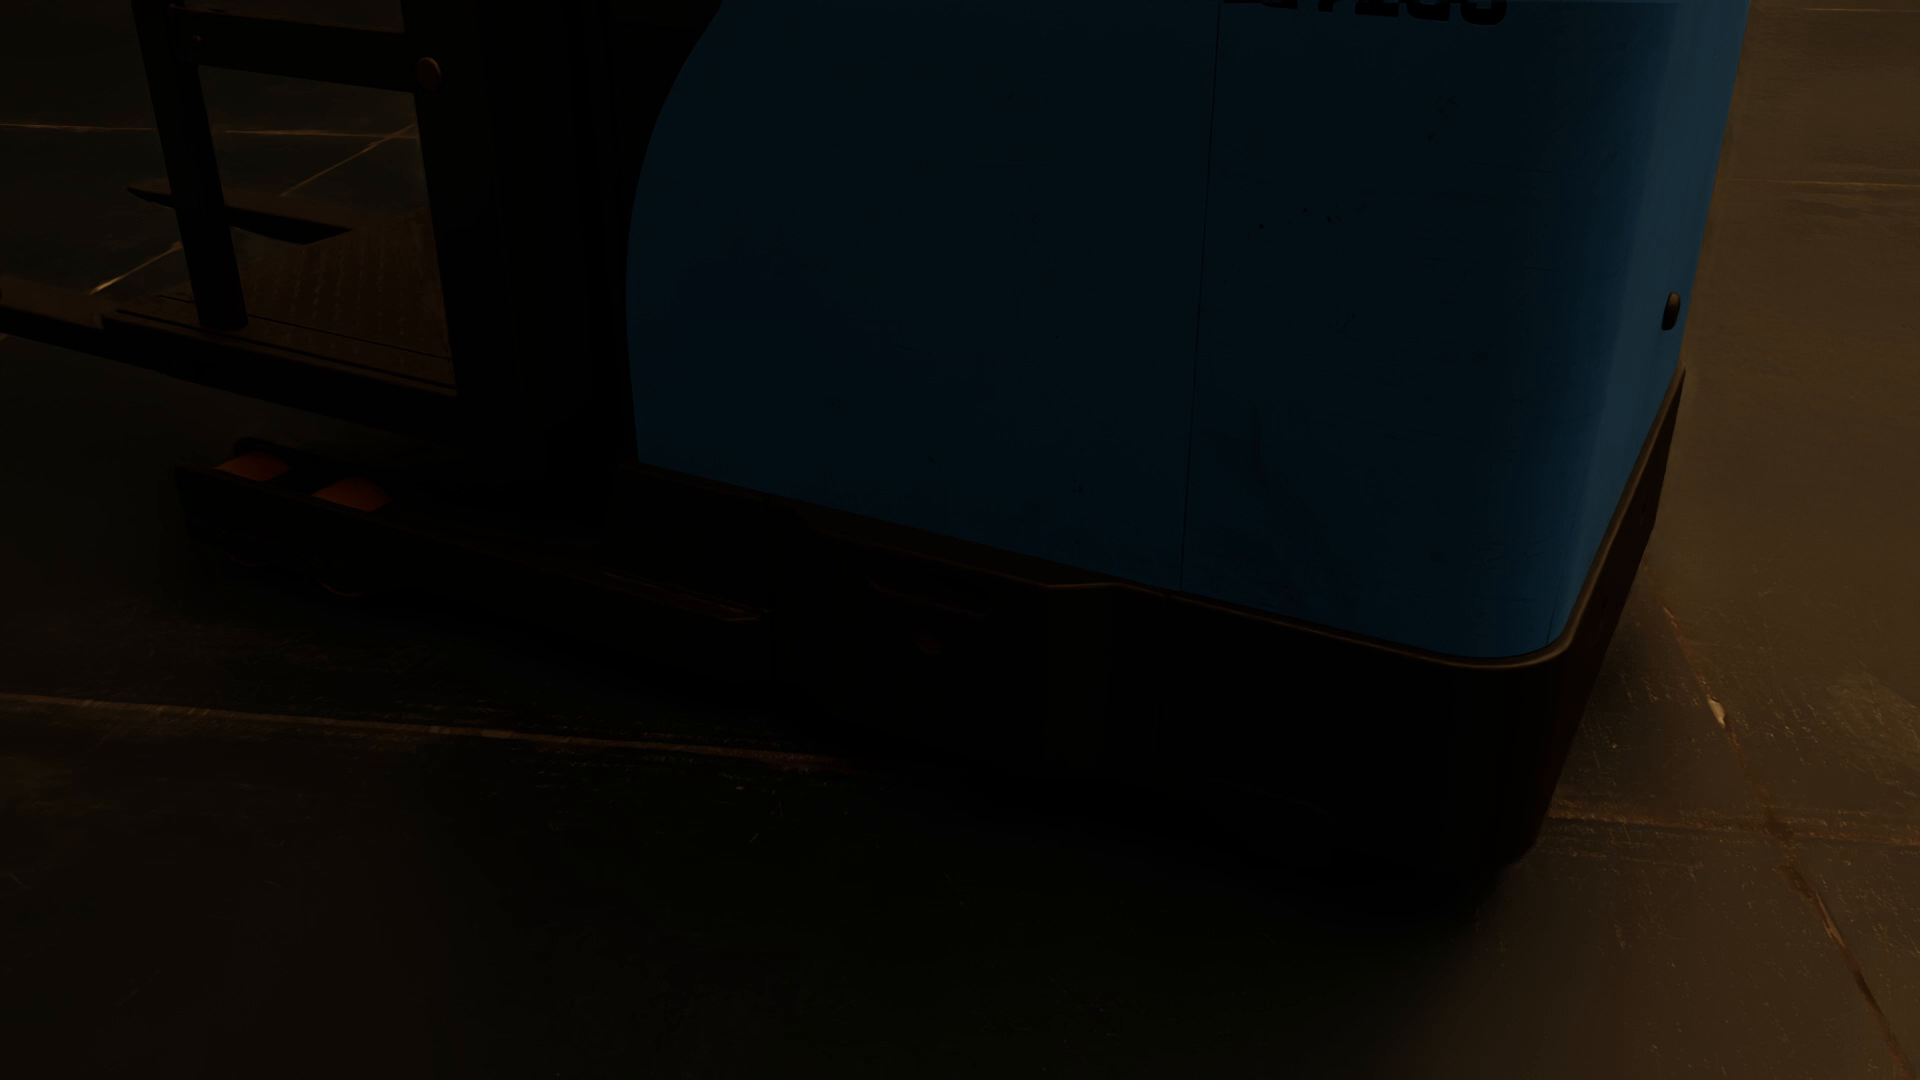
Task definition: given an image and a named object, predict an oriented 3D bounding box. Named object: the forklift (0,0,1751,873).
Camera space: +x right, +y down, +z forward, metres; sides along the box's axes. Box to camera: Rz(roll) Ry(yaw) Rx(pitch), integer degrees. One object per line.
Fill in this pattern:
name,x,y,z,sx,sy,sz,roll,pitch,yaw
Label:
forklift,-0.542,-1.422,2.067,3.031,2.935,1.130,14,30,25
